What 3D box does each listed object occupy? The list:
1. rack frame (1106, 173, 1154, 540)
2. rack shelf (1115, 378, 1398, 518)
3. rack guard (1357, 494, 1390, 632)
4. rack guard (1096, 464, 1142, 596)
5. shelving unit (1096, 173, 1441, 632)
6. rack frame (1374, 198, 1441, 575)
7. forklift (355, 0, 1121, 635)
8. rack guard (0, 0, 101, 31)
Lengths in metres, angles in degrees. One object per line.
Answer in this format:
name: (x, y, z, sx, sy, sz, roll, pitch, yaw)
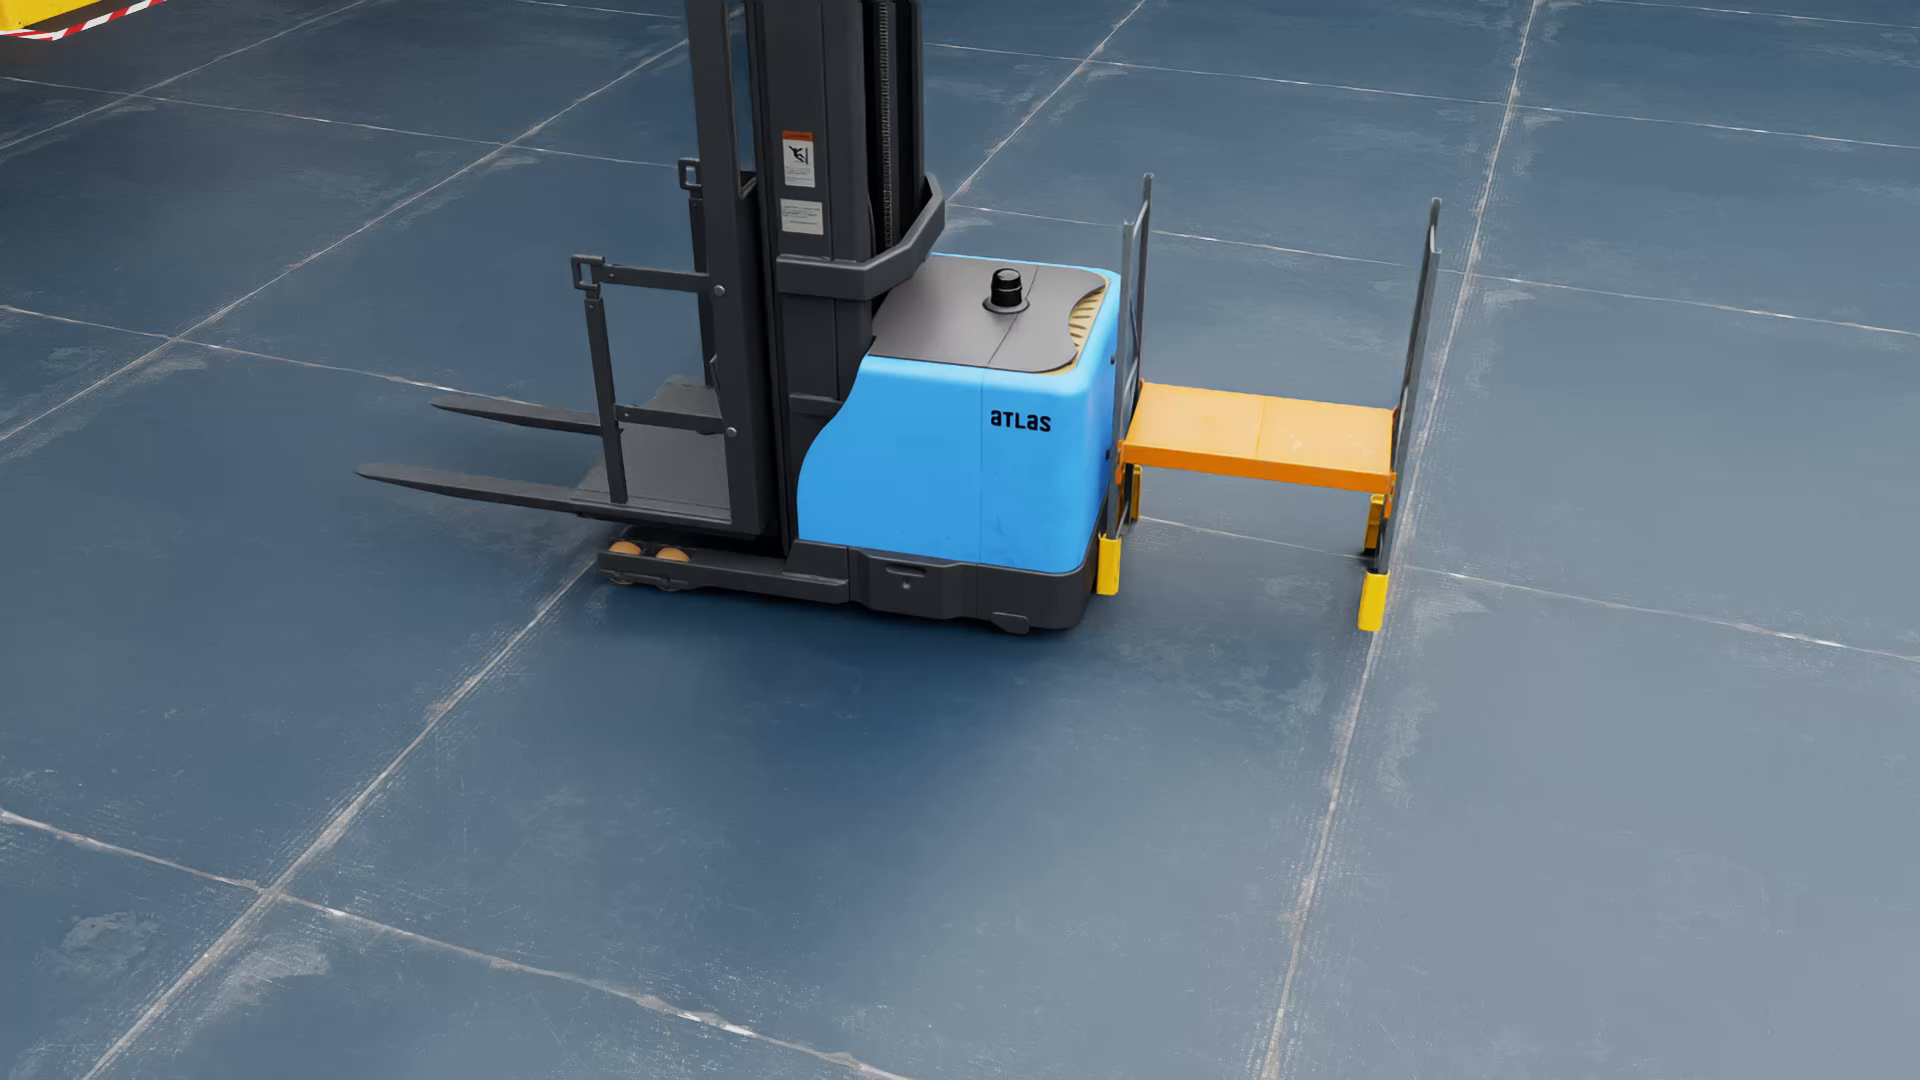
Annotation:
rack frame: (0.630, -0.573, 6.254, 0.032, 1.500, 0.500, 8, 34, 12)
rack shelf: (1.124, -0.356, 6.250, 1.000, 0.185, 0.538, 8, 34, 12)
rack guard: (1.599, 0.081, 6.394, 0.087, 0.250, 0.587, 8, 34, 12)
rack guard: (0.631, -0.047, 6.593, 0.087, 0.250, 0.587, 8, 34, 12)
shelving unit: (1.115, -0.508, 6.154, 1.083, 1.500, 0.587, 8, 34, 12)
rack frame: (1.618, -0.441, 6.051, 0.032, 1.500, 0.500, 8, 34, 12)
forklift: (-0.916, -1.301, 6.063, 3.031, 2.935, 1.130, 8, 34, 12)
rack guard: (-7.280, -4.459, 13.195, 0.348, 0.500, 1.175, 11, 34, 16)
